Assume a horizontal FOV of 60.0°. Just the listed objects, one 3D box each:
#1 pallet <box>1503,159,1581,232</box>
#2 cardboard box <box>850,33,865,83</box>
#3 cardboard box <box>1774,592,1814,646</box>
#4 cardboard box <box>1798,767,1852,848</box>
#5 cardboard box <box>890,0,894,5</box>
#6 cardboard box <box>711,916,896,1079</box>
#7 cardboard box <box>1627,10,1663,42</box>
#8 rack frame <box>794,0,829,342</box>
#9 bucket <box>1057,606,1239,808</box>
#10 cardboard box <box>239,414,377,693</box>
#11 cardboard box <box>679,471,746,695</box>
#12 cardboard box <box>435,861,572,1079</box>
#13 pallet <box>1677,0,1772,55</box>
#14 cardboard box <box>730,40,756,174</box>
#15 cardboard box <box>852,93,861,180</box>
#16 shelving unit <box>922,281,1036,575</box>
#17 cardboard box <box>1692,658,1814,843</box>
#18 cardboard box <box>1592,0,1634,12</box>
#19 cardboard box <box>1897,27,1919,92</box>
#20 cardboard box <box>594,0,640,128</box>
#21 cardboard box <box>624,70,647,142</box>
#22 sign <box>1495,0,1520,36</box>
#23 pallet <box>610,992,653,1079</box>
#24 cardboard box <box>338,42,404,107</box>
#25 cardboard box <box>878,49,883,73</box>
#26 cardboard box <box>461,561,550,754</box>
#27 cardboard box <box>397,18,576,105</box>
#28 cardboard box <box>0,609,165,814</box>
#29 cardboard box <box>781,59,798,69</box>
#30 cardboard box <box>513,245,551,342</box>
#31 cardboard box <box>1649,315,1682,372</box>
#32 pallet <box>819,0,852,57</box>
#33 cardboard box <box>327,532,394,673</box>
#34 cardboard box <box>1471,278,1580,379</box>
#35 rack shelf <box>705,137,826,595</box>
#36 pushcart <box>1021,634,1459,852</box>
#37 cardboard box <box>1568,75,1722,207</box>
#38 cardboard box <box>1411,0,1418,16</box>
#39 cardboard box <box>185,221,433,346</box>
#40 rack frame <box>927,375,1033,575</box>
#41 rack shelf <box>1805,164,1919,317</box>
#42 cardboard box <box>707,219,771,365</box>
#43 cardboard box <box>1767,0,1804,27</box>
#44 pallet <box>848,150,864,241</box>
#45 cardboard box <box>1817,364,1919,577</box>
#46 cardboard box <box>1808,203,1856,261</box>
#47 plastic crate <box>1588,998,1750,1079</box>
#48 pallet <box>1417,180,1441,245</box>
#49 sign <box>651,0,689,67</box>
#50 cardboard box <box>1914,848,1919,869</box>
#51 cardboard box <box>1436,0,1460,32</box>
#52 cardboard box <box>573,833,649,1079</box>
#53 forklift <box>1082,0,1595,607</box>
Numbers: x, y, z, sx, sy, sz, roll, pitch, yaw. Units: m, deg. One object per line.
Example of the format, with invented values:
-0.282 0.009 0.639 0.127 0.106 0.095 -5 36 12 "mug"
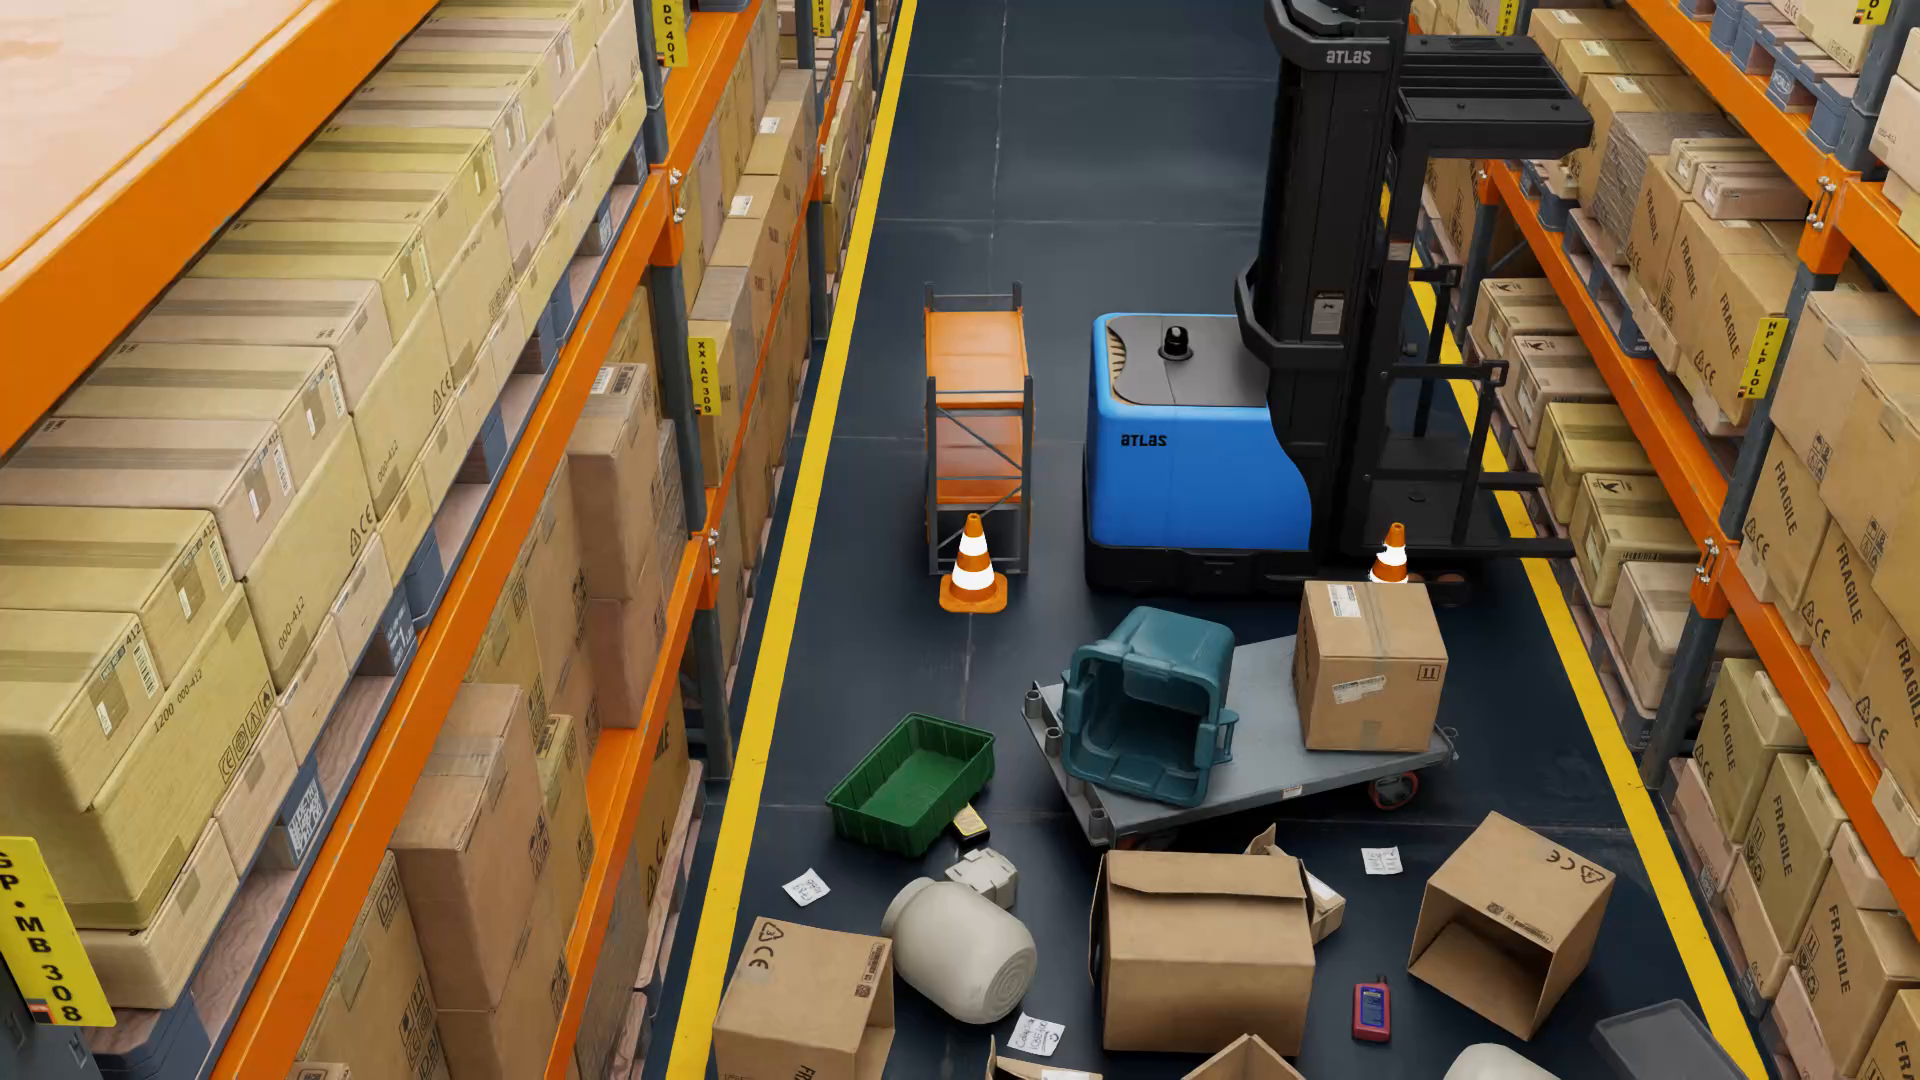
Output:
3.694 -1.978 9.069 1.213 0.211 1.003 1 35 2 "pallet"
-0.984 -3.550 12.295 0.500 0.250 0.500 3 35 4 "cardboard box"
3.164 0.252 5.947 0.380 0.149 0.250 2 35 3 "cardboard box"
3.079 0.909 5.603 0.380 0.149 0.250 3 35 4 "cardboard box"
-0.806 -5.073 15.419 0.380 0.149 0.250 2 35 3 "cardboard box"
-0.531 1.711 5.825 0.500 0.500 0.500 7 36 10 "cardboard box"
3.876 -2.535 8.984 0.500 0.500 0.500 0 35 1 "cardboard box"
-1.334 -2.525 9.680 1.000 3.000 0.127 1 35 2 "rack frame"
0.804 0.622 6.727 0.726 0.611 0.620 13 27 18 "bucket"
-1.360 0.008 2.886 0.500 0.250 0.500 1 35 1 "cardboard box"
-1.559 0.163 7.446 1.050 0.750 0.750 1 35 2 "cardboard box"
-1.537 1.161 4.305 0.875 0.550 0.550 1 35 2 "cardboard box"
3.626 -2.269 6.870 1.213 0.211 1.003 1 35 2 "pallet"
-1.399 -2.132 8.164 0.700 0.500 0.500 1 35 1 "cardboard box"
-0.997 -2.952 12.096 0.500 0.500 0.500 1 35 1 "cardboard box"
0.082 -0.586 8.538 0.538 1.125 1.048 -1 34 -1 "shelving unit"
3.162 0.809 6.310 0.500 0.500 0.500 3 35 4 "cardboard box"
3.881 -3.196 9.678 0.500 0.500 0.500 0 35 0 "cardboard box"
3.117 -1.448 5.063 0.380 0.149 0.250 1 35 1 "cardboard box"
-1.258 -1.438 4.944 0.500 0.250 0.500 1 35 1 "cardboard box"
-1.189 -1.347 5.161 0.380 0.149 0.250 1 35 2 "cardboard box"
3.062 -2.953 9.282 0.100 0.325 0.005 1 35 2 "sign"
-1.649 2.052 5.592 1.003 0.211 1.213 1 35 2 "pallet"
-1.812 -1.163 4.552 0.500 0.250 0.500 1 35 2 "cardboard box"
-0.837 -4.030 13.936 0.380 0.149 0.250 0 35 0 "cardboard box"
-1.622 0.412 4.432 0.875 0.550 0.500 1 35 2 "cardboard box"
-1.222 -1.240 4.315 0.380 0.149 0.250 2 35 3 "cardboard box"
-1.324 0.224 2.233 0.380 0.149 0.250 2 35 2 "cardboard box"
-1.114 -2.846 9.990 0.380 0.149 0.250 1 35 1 "cardboard box"
-1.239 -0.615 4.120 0.380 0.149 0.250 1 35 1 "cardboard box"
3.203 -0.842 7.138 0.380 0.149 0.250 1 35 1 "cardboard box"
-1.295 -3.585 11.354 1.003 0.211 1.213 1 35 2 "pallet"
-1.291 0.109 3.090 0.380 0.149 0.250 2 35 2 "cardboard box"
3.584 -1.241 9.773 0.950 0.372 0.625 -1 35 -1 "cardboard box"
-1.414 -1.081 8.251 1.077 0.370 4.000 1 35 2 "rack shelf"
1.176 0.878 7.118 1.648 0.377 0.936 -10 36 -14 "pushcart"
3.339 -1.945 8.144 0.500 0.500 0.500 2 35 3 "cardboard box"
3.440 -3.867 11.720 0.500 0.250 0.500 1 35 2 "cardboard box"
-1.271 -0.507 3.272 0.380 0.149 0.250 1 35 1 "cardboard box"
0.094 -0.299 8.119 0.500 1.125 0.032 -1 34 -1 "rack frame"
3.375 0.046 4.039 1.077 0.370 4.000 1 35 2 "rack shelf"
-1.162 -1.141 7.623 0.500 0.500 0.500 1 35 2 "cardboard box"
3.360 -2.138 6.285 0.500 0.250 0.500 2 35 2 "cardboard box"
-1.249 -2.532 12.115 1.003 0.211 1.213 1 35 2 "pallet"
3.179 -0.201 5.158 0.700 0.500 0.500 2 35 2 "cardboard box"
3.781 -1.055 6.878 0.500 0.500 0.500 1 35 2 "cardboard box"
2.573 1.907 5.912 0.402 0.080 0.583 -10 36 -14 "plastic crate"
3.775 -2.478 12.038 1.003 0.211 1.213 1 35 2 "pallet"
-0.940 -1.686 5.359 0.100 0.325 0.005 1 35 2 "sign"
3.080 0.986 4.902 0.380 0.149 0.250 1 35 2 "cardboard box"
3.399 -3.485 10.742 0.500 0.250 0.500 0 35 1 "cardboard box"
-1.622 1.349 5.651 0.875 0.875 0.875 2 35 2 "cardboard box"
2.160 -1.180 7.826 3.031 2.935 1.130 1 35 2 "forklift"
